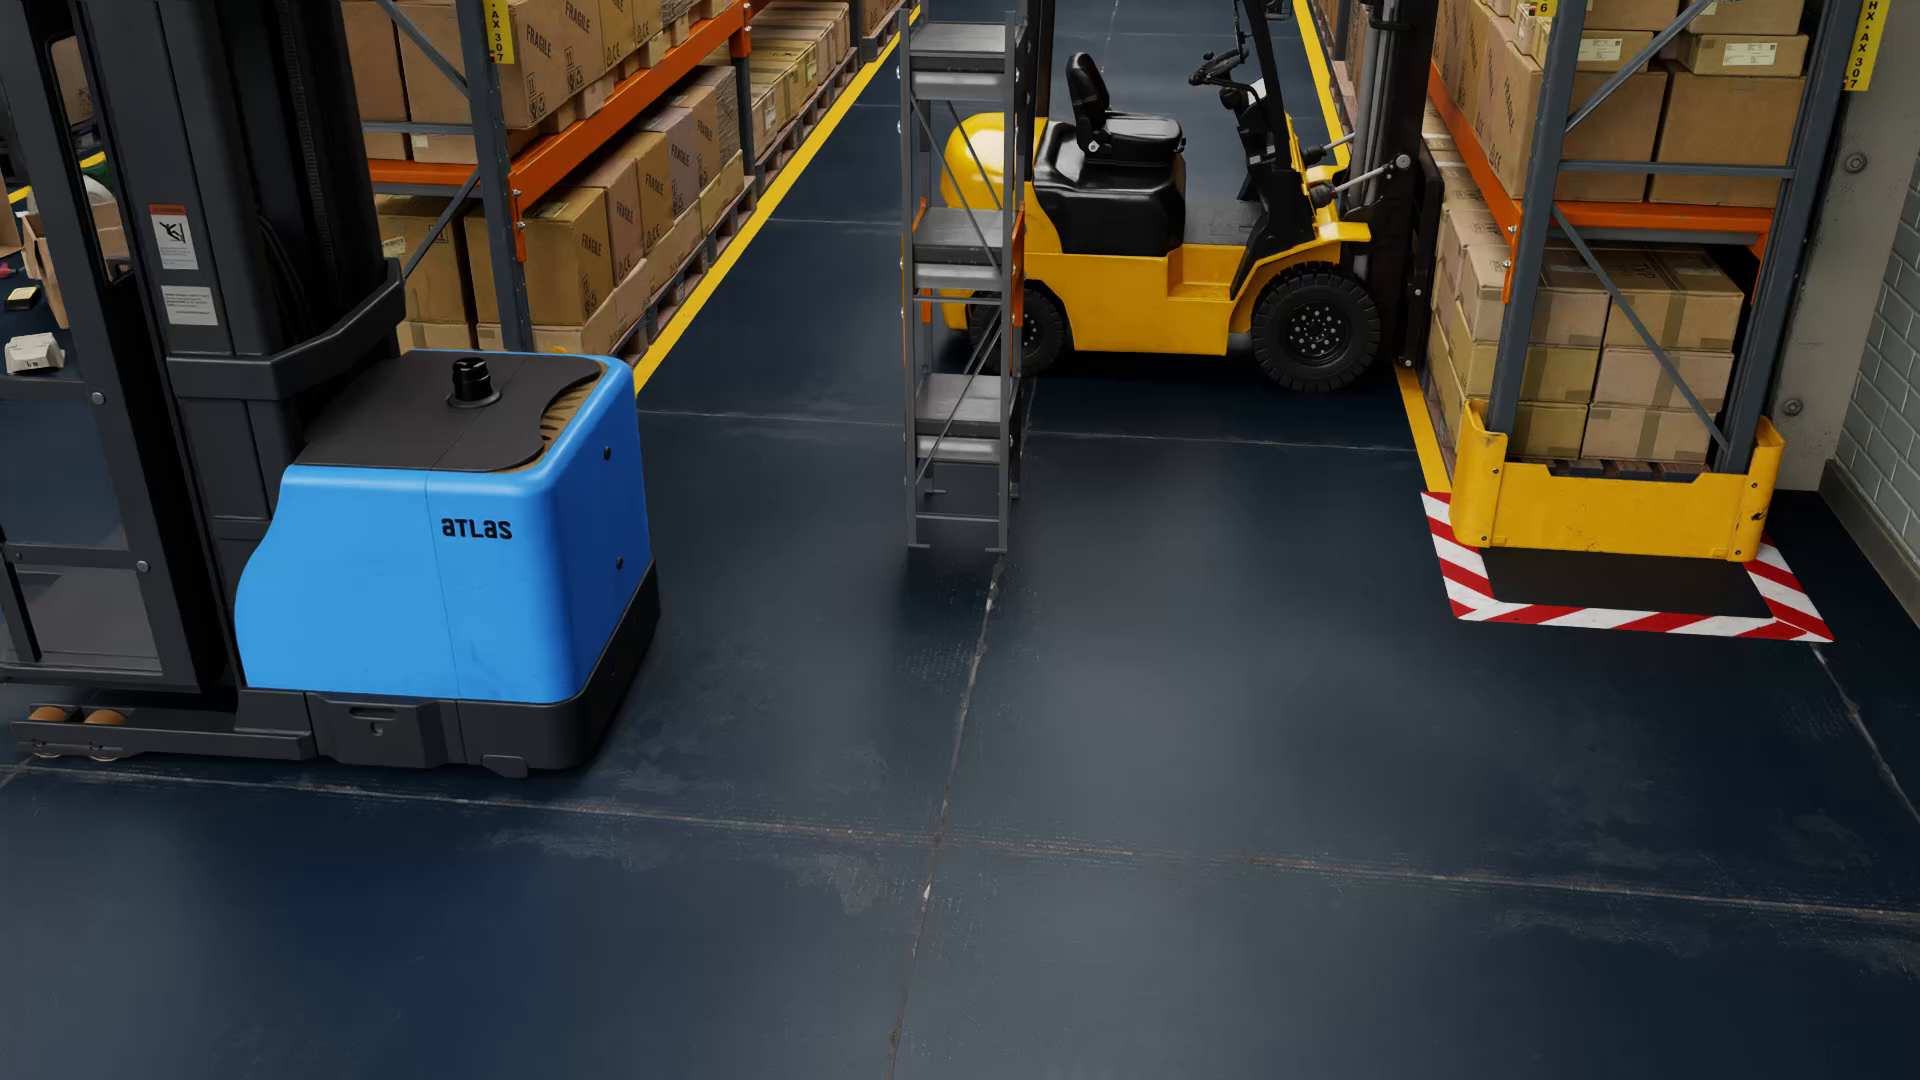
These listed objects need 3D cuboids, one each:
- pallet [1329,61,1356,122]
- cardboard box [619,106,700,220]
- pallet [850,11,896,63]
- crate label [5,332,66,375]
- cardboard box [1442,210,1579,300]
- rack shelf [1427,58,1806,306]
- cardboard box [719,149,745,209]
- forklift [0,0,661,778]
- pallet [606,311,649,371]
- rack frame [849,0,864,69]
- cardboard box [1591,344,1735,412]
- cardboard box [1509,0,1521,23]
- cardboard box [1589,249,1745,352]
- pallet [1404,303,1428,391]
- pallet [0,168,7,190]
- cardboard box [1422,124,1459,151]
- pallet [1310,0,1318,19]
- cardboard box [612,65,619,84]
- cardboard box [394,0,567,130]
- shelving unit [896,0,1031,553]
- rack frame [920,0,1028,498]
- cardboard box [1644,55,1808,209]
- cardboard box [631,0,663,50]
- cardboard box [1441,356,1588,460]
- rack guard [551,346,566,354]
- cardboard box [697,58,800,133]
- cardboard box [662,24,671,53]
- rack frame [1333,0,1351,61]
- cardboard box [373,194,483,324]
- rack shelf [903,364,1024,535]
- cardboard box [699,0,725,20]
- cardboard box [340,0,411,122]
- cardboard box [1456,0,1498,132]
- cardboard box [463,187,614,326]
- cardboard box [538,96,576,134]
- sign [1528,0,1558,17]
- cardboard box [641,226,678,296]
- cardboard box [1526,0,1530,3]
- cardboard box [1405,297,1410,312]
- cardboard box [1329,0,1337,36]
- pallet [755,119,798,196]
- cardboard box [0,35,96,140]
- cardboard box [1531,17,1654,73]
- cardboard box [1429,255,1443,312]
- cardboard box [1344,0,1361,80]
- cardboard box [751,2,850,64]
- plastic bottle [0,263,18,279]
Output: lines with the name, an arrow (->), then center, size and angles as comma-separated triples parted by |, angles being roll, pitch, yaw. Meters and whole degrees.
pallet -> 3.452, -3.509, 13.041 | 1.003, 0.211, 1.213 | 3, 28, 6
cardboard box -> -1.753, -2.056, 9.070 | 0.500, 0.500, 0.500 | 5, 29, 9
pallet -> -1.163, -4.548, 14.969 | 1.003, 0.211, 1.213 | 3, 28, 6
crate label -> -4.651, -0.938, 8.347 | 0.250, 0.136, 0.298 | -11, 30, -20
cardboard box -> 2.415, -1.246, 7.303 | 0.500, 0.250, 0.500 | 4, 29, 7
rack shelf -> 2.857, -1.981, 8.023 | 1.077, 0.370, 4.000 | 3, 28, 6
cardboard box -> -1.631, -2.206, 10.139 | 0.500, 0.250, 0.500 | 5, 29, 9
forklift -> -2.643, -0.815, 5.173 | 3.031, 2.935, 1.130 | 3, 28, 5
pallet -> -2.171, -0.831, 8.071 | 1.003, 0.211, 1.213 | 3, 28, 6
rack frame -> -1.335, -5.409, 13.627 | 1.000, 3.000, 0.127 | 3, 28, 6
cardboard box -> 2.875, -0.760, 6.927 | 0.500, 0.250, 0.500 | 4, 29, 7
cardboard box -> 2.512, -2.222, 6.922 | 0.380, 0.149, 0.250 | 3, 28, 6
cardboard box -> 2.858, -0.986, 6.820 | 0.500, 0.250, 0.500 | 3, 28, 5
pallet -> 2.816, -1.064, 8.502 | 1.003, 0.211, 1.213 | 3, 28, 6
pallet -> -6.921, -2.185, 10.583 | 1.003, 0.211, 1.213 | 3, 28, 6
cardboard box -> 2.609, -1.969, 8.645 | 0.500, 0.250, 0.500 | 4, 29, 8
pallet -> 4.020, -5.392, 16.536 | 1.003, 0.211, 1.213 | 3, 28, 6
cardboard box -> -1.890, -2.288, 8.100 | 0.380, 0.149, 0.250 | 4, 29, 8
cardboard box -> -1.982, -2.025, 6.927 | 0.500, 0.500, 0.500 | 3, 28, 5
shelving unit -> 0.020, -1.002, 6.397 | 0.431, 2.100, 0.503 | 3, 28, 6
rack frame -> 0.050, -1.117, 6.610 | 0.400, 2.100, 0.015 | 3, 28, 6
cardboard box -> 2.948, -1.617, 6.484 | 0.500, 0.500, 0.500 | 4, 29, 8
cardboard box -> -1.806, -2.748, 8.270 | 0.500, 0.500, 0.500 | 3, 28, 5
cardboard box -> 2.356, -0.570, 7.102 | 0.500, 0.250, 0.500 | 4, 29, 7
rack guard -> -2.306, -0.578, 7.296 | 1.175, 0.500, 0.348 | 3, 28, 6
cardboard box -> -1.678, -3.139, 11.743 | 0.950, 0.372, 0.625 | 5, 29, 9
cardboard box -> -1.744, -2.649, 8.769 | 0.380, 0.149, 0.250 | 3, 28, 5
rack frame -> 3.592, -5.122, 13.095 | 1.000, 3.000, 0.127 | 3, 28, 6
cardboard box -> -2.476, -1.340, 7.740 | 0.500, 0.500, 0.500 | 4, 29, 7
rack shelf -> 0.020, -0.374, 6.735 | 0.431, 0.518, 0.480 | 3, 28, 6
cardboard box -> -1.586, -3.128, 9.659 | 0.380, 0.149, 0.250 | 4, 29, 7
cardboard box -> -2.522, -2.089, 7.047 | 0.500, 0.500, 0.500 | 3, 28, 5
cardboard box -> 2.547, -2.132, 7.439 | 0.500, 0.500, 0.500 | 3, 28, 5
cardboard box -> -1.939, -1.322, 7.707 | 0.500, 0.500, 0.500 | 2, 28, 4
cardboard box -> -1.938, -1.920, 7.416 | 0.380, 0.149, 0.250 | 2, 28, 5
sign -> 2.075, -2.008, 5.845 | 0.100, 0.325, 0.005 | 3, 28, 6
cardboard box -> -1.817, -1.478, 8.788 | 0.500, 0.250, 0.500 | 5, 29, 10
cardboard box -> 2.451, -2.240, 6.643 | 0.380, 0.149, 0.250 | 4, 29, 7
cardboard box -> 2.538, -1.284, 8.428 | 0.500, 0.250, 0.500 | 4, 29, 8
cardboard box -> 3.502, -4.653, 14.417 | 0.500, 0.500, 0.500 | 3, 28, 5
pallet -> -1.731, -2.665, 11.474 | 1.003, 0.211, 1.213 | 3, 28, 6
cardboard box -> -6.763, -3.258, 11.564 | 1.050, 0.750, 0.750 | 3, 28, 6
cardboard box -> 2.376, -1.865, 6.260 | 0.380, 0.149, 0.250 | 4, 29, 7
cardboard box -> 2.476, -1.278, 7.888 | 0.500, 0.250, 0.500 | 3, 28, 5
cardboard box -> 3.502, -3.969, 13.015 | 0.875, 0.625, 0.625 | 4, 29, 8
cardboard box -> -1.414, -4.171, 13.658 | 0.950, 0.372, 0.625 | 1, 28, 3
plastic bottle -> -5.558, -1.542, 9.548 | 0.283, 0.061, 0.133 | -6, 29, -11
